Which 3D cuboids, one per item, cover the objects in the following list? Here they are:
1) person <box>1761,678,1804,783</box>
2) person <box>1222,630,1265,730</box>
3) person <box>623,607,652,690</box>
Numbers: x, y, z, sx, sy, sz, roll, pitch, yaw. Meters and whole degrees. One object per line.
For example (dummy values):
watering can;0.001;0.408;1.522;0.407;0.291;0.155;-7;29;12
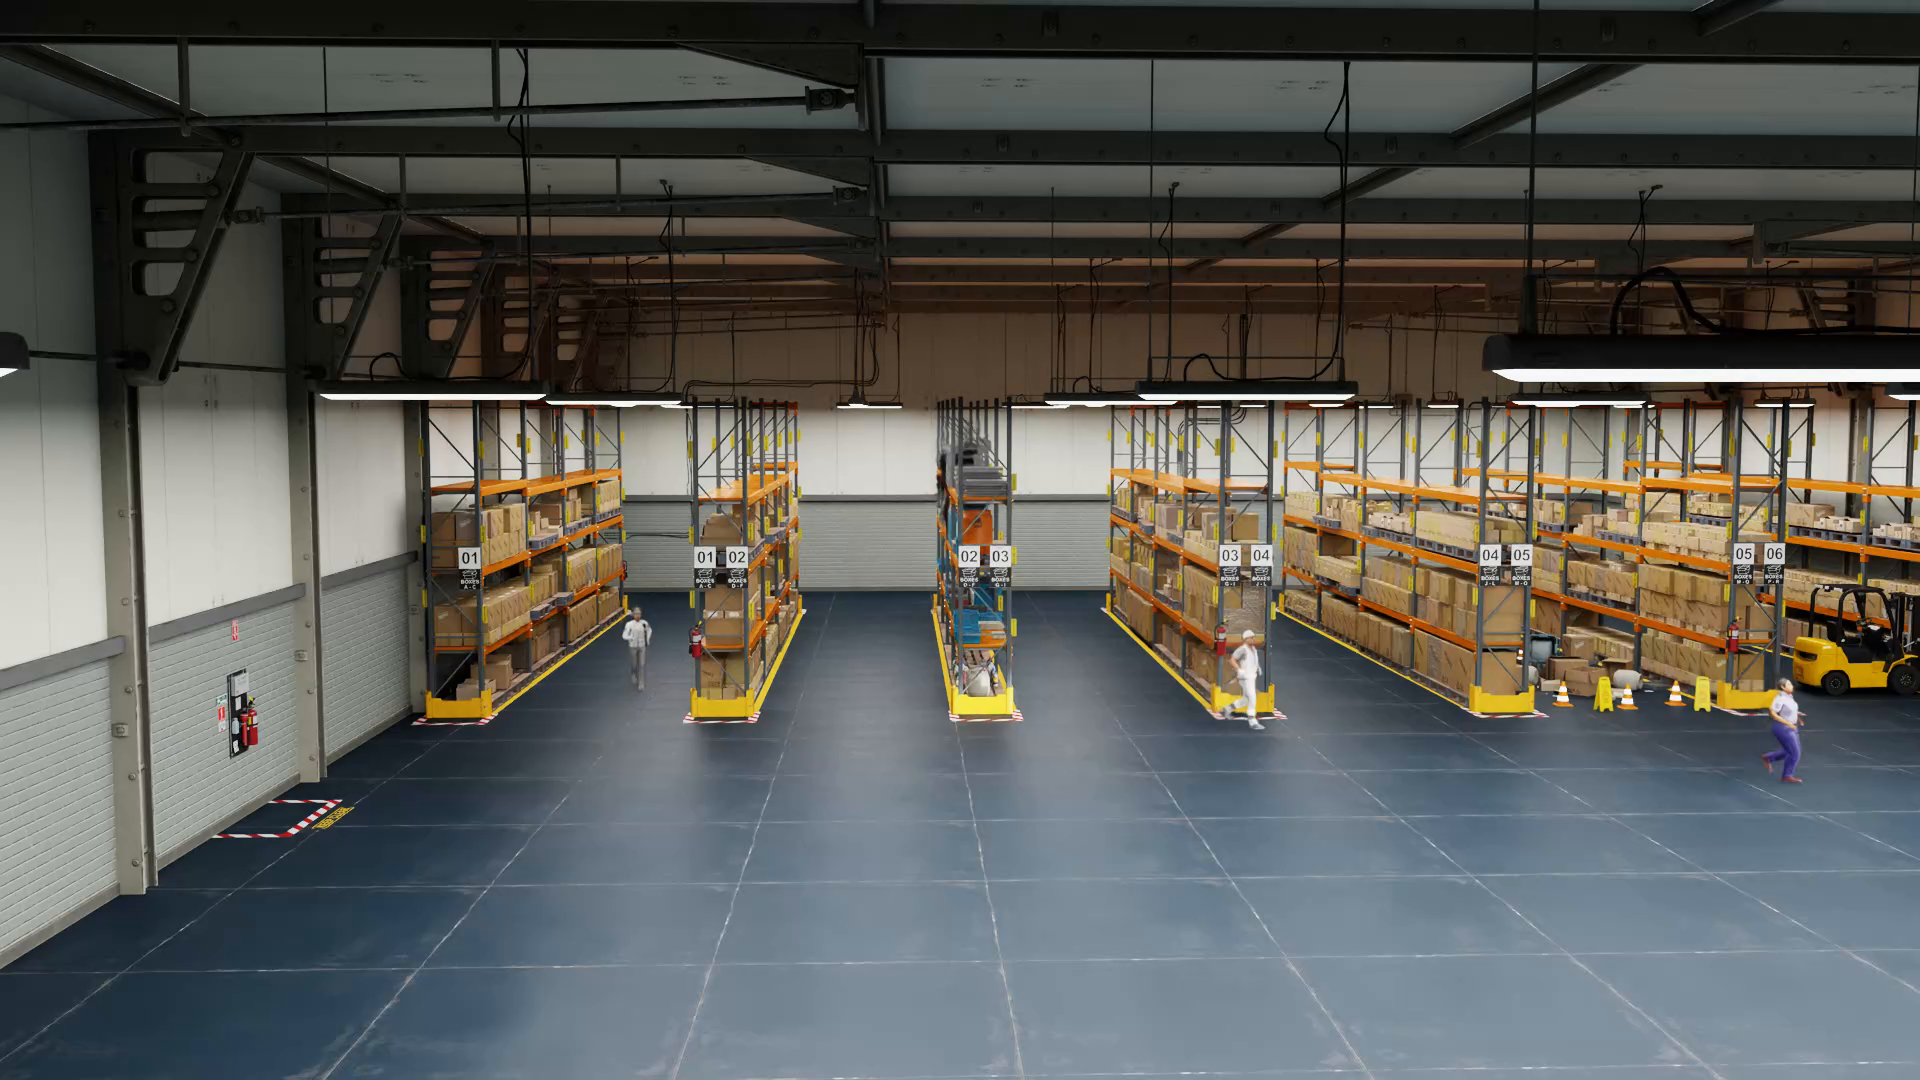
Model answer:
person;12.742;2.934;25.776;0.629;1.595;0.609;4;6;41
person;5.192;2.521;30.196;0.889;1.772;0.725;3;6;37
person;-6.620;2.204;34.196;0.617;1.667;0.957;-1;5;-18
